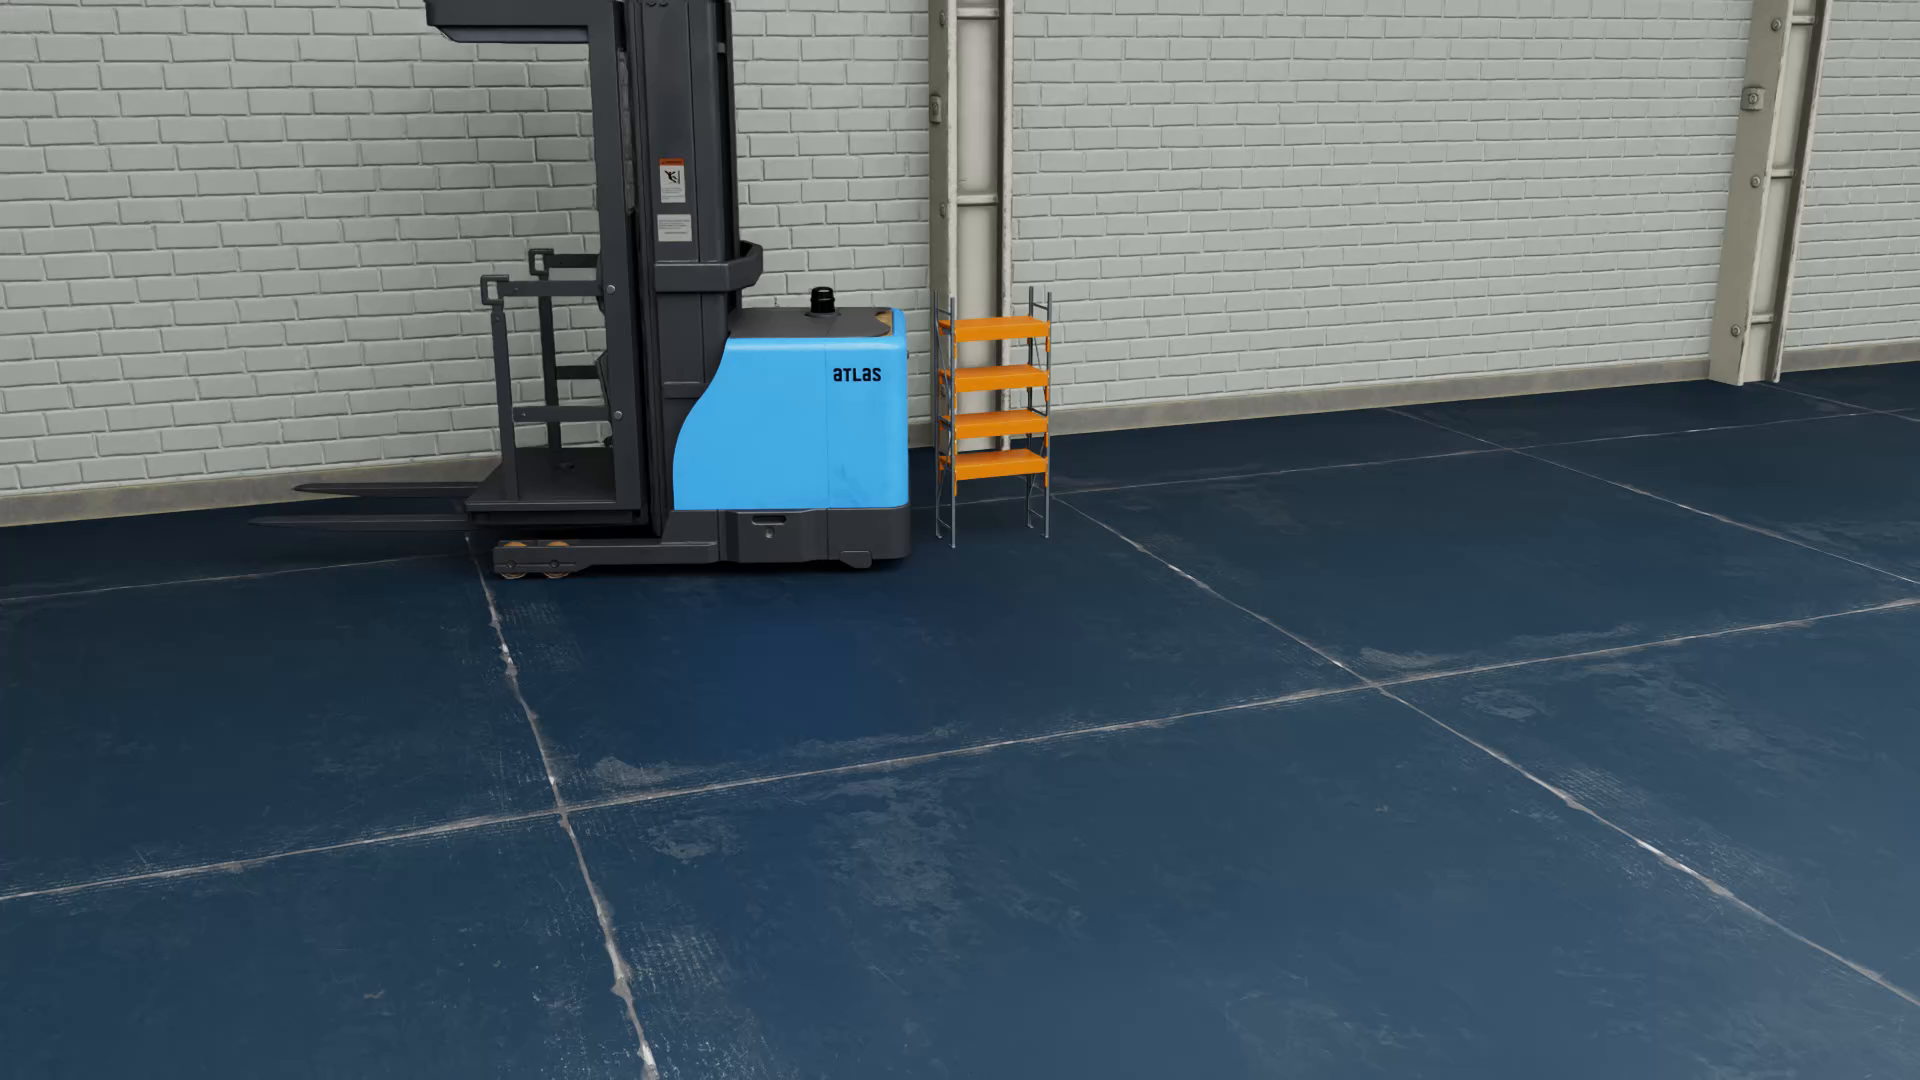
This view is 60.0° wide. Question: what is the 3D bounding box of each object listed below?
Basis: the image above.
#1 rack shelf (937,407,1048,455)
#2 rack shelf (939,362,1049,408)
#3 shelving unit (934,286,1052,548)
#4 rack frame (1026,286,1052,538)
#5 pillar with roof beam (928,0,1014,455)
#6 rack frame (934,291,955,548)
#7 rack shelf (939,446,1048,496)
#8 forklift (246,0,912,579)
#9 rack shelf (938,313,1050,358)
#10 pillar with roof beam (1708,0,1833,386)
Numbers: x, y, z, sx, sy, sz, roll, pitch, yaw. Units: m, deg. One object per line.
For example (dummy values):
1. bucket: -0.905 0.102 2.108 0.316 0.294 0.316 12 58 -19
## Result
1. rack shelf: 0.155 -0.528 8.005 0.480 0.148 0.258 -6 17 -20
2. rack shelf: 0.155 -0.742 7.942 0.480 0.148 0.258 -6 17 -20
3. shelving unit: 0.155 -0.592 7.986 0.503 1.200 0.258 -6 17 -20
4. rack frame: 0.382 -0.617 8.070 0.015 1.200 0.240 -6 17 -20
5. pillar with roof beam: 1.602 -3.739 4.859 0.400 9.000 9.100 -6 17 -20
6. rack frame: -0.073 -0.568 7.902 0.015 1.200 0.240 -6 17 -20
7. rack shelf: 0.155 -0.337 8.061 0.480 0.148 0.258 -6 17 -20
8. forklift: -1.754 -1.381 7.601 3.031 2.935 1.130 -1 16 -2
9. rack shelf: 0.155 -0.969 7.875 0.480 0.148 0.258 -6 17 -20
10. pillar with roof beam: 7.205 -4.344 6.919 0.400 9.000 9.100 -6 17 -20
